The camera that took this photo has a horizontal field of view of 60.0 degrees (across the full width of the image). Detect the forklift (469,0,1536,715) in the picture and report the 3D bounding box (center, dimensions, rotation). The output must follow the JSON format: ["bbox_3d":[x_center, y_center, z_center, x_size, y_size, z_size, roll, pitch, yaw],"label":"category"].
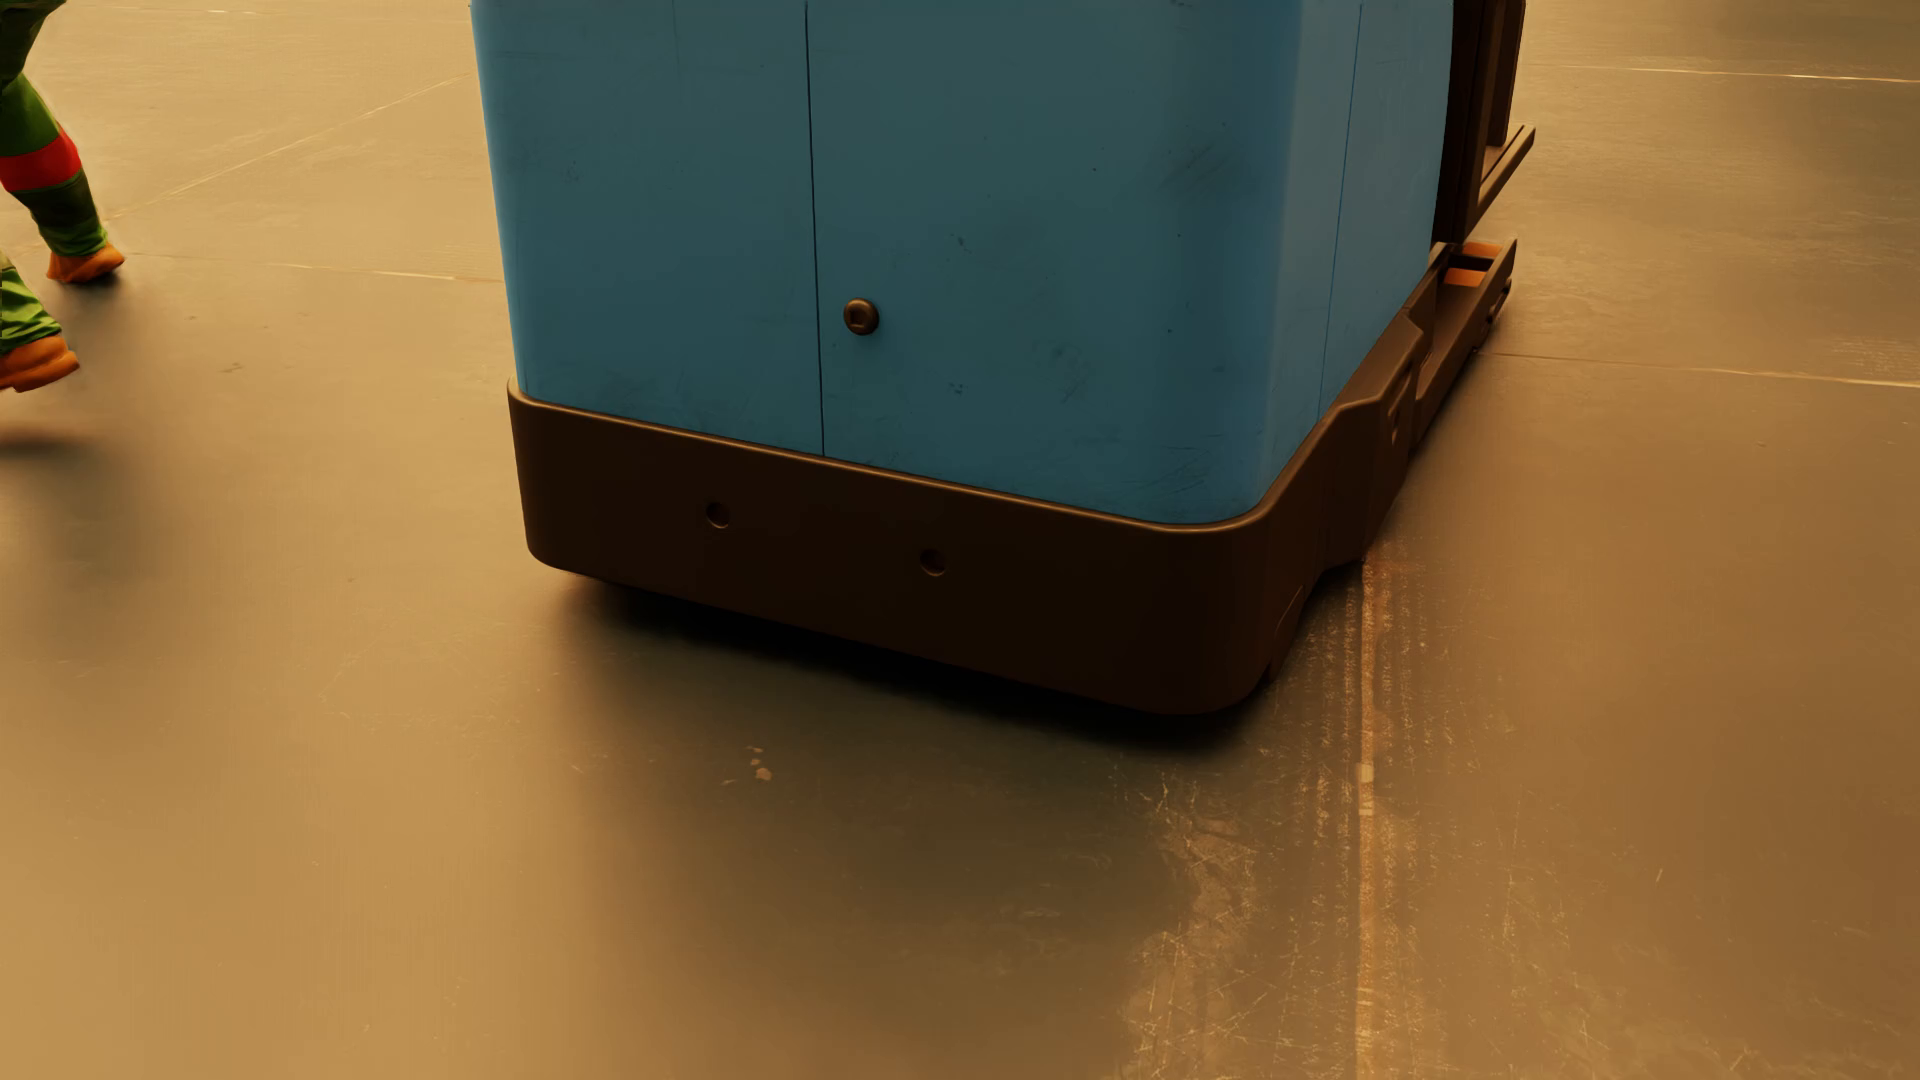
[{"bbox_3d":[0.477,-1.741,2.698,1.130,2.935,3.031,12,29,22],"label":"forklift"}]

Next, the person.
[{"bbox_3d":[-1.778,-1.083,2.957,0.561,1.715,1.168,-1,27,-1],"label":"person"}]
